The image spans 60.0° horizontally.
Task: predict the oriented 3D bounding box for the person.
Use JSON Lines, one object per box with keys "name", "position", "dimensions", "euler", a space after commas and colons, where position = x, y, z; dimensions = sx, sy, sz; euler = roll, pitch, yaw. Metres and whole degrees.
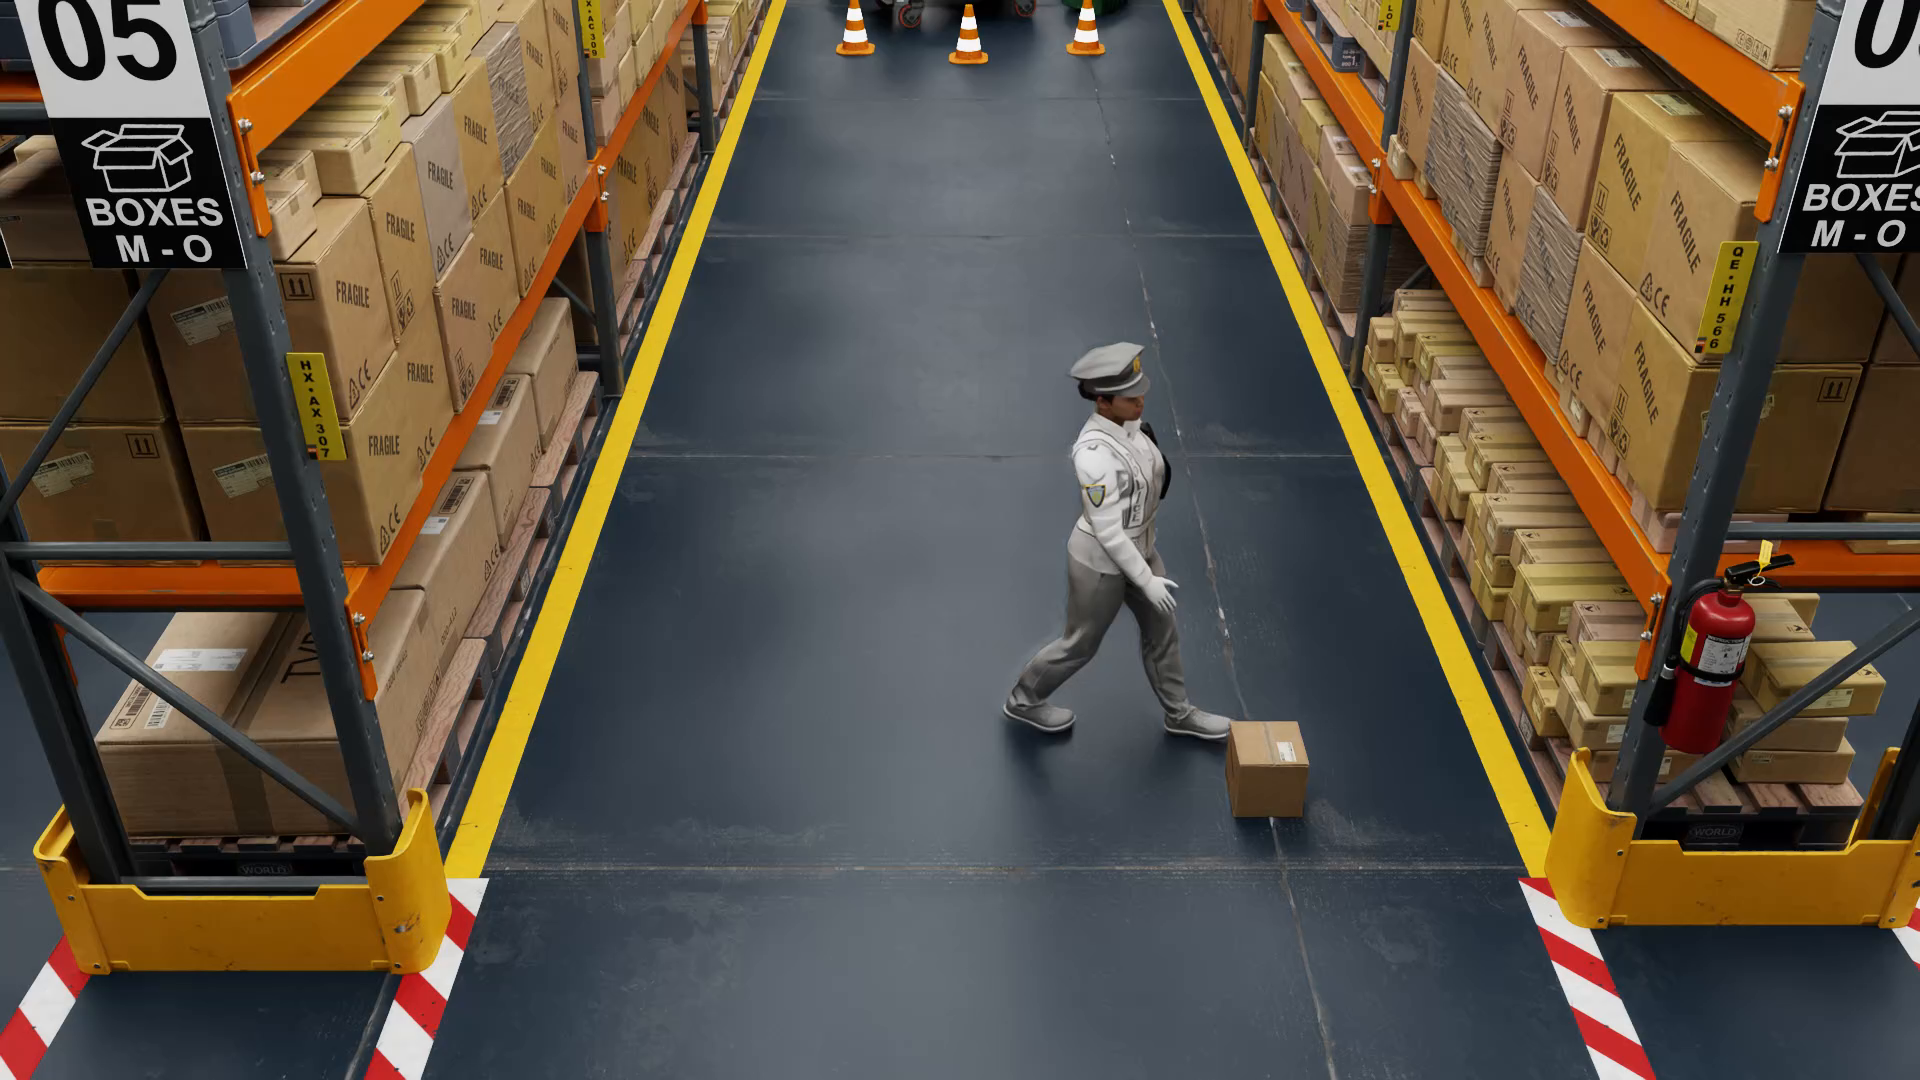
{"name": "person", "position": [0.608, 0.061, 6.029], "dimensions": [0.877, 1.641, 0.491], "euler": [13, 34, 20]}
